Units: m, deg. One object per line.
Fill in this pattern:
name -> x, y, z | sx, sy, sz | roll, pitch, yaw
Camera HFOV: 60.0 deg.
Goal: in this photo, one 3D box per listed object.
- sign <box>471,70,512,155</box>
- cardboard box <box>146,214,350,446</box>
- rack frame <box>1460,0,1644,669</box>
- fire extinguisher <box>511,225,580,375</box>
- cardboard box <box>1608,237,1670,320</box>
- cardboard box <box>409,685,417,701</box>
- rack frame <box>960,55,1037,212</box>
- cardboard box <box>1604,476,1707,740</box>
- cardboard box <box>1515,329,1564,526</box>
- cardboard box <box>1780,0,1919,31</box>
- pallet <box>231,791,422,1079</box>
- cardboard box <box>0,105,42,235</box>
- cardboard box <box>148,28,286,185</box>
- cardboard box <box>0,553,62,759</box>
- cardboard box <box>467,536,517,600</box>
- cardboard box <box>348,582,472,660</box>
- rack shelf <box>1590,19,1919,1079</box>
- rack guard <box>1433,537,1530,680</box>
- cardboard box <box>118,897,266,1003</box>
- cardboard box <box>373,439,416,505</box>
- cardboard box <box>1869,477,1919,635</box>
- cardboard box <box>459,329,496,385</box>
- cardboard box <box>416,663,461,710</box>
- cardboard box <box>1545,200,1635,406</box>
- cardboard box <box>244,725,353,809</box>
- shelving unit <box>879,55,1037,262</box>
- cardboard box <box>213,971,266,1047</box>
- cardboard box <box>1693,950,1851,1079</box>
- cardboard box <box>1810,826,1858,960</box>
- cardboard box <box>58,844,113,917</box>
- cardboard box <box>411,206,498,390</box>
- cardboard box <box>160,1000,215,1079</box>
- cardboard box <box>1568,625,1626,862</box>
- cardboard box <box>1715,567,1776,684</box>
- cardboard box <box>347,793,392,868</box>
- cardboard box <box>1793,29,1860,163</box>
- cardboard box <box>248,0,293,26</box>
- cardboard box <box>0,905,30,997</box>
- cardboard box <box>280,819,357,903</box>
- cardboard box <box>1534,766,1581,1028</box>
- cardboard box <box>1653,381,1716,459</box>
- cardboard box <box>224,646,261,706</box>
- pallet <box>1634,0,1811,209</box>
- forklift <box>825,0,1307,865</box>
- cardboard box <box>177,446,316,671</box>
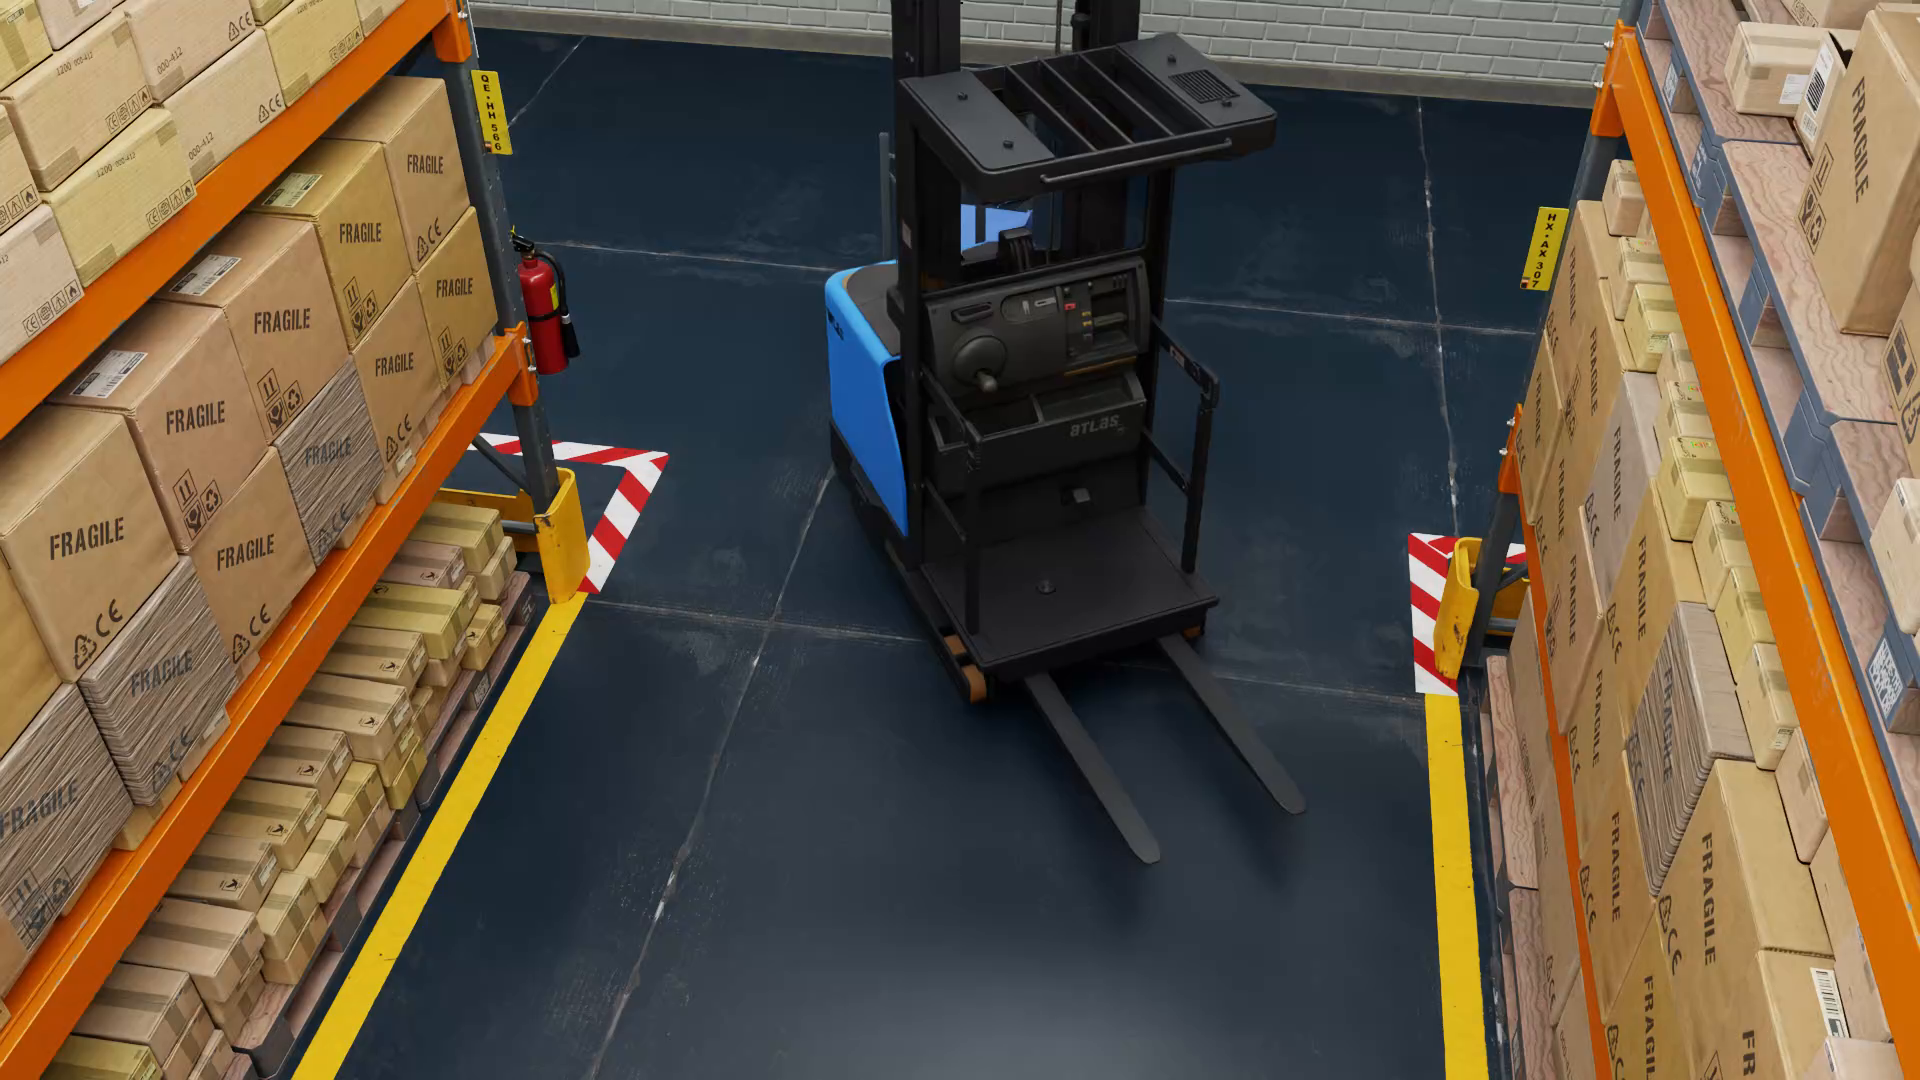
sign -> -1.731, -1.578, 6.148 | 0.100, 0.325, 0.005 | 6, 40, 8
cardboard box -> -2.277, -0.663, 5.101 | 0.500, 0.500, 0.500 | 8, 40, 10
rack frame -> 2.619, -0.602, 6.124 | 1.000, 3.000, 0.127 | 6, 40, 8
fire extinguisher -> -1.776, -1.018, 6.980 | 0.296, 0.674, 0.183 | 6, 40, 8
cardboard box -> 2.152, -0.761, 4.944 | 0.380, 0.149, 0.250 | 8, 40, 9
cardboard box -> -2.320, 0.584, 6.363 | 0.380, 0.149, 0.250 | 6, 40, 7
rack frame -> 0.141, -1.877, 8.843 | 0.500, 1.500, 0.032 | 10, 41, 12
cardboard box -> 2.006, 0.206, 4.283 | 0.500, 0.500, 0.500 | 7, 40, 8
cardboard box -> 2.253, -0.371, 5.766 | 0.500, 0.500, 0.500 | 6, 40, 7
cardboard box -> 2.630, -1.608, 4.696 | 0.500, 0.250, 0.500 | 3, 40, 4
pallet -> -2.676, 1.308, 6.003 | 1.003, 0.211, 1.213 | 6, 40, 8
cardboard box -> -2.455, -0.767, 3.695 | 0.500, 0.250, 0.500 | 7, 40, 8
cardboard box -> -2.272, -1.237, 4.656 | 0.500, 0.250, 0.500 | 8, 40, 10
cardboard box -> -2.573, 0.304, 3.931 | 0.500, 0.500, 0.500 | 5, 40, 6
cardboard box -> -2.084, 0.101, 6.948 | 0.380, 0.149, 0.250 | 5, 40, 6
cardboard box -> -2.135, 0.312, 6.460 | 0.380, 0.149, 0.250 | 6, 40, 7
rack shelf -> 2.273, -0.225, 3.879 | 1.077, 0.370, 4.000 | 6, 40, 8
rack guard -> 2.623, 0.347, 6.938 | 1.175, 0.500, 0.348 | 6, 40, 8
cardboard box -> -2.454, 1.293, 5.273 | 0.380, 0.149, 0.250 | 7, 40, 9
cardboard box -> -2.181, -0.278, 5.929 | 0.380, 0.149, 0.250 | 7, 40, 9
cardboard box -> 1.768, 0.047, 2.774 | 0.380, 0.149, 0.250 | 7, 40, 9
cardboard box -> -2.052, -0.752, 6.502 | 0.380, 0.149, 0.250 | 6, 40, 8
cardboard box -> -2.235, 0.535, 6.657 | 0.380, 0.149, 0.250 | 6, 40, 7
cardboard box -> 2.256, -0.756, 5.447 | 0.500, 0.500, 0.500 | 6, 40, 7
cardboard box -> -2.389, 0.795, 5.875 | 0.380, 0.149, 0.250 | 5, 40, 6
shelving unit -> 0.007, -1.565, 8.465 | 0.538, 1.500, 1.048 | 10, 41, 12
cardboard box -> -2.542, 1.504, 5.485 | 0.380, 0.149, 0.250 | 5, 40, 6
cardboard box -> 1.737, 1.158, 3.132 | 0.500, 0.500, 0.500 | 6, 40, 7
cardboard box -> 1.872, 0.697, 3.180 | 0.380, 0.149, 0.250 | 6, 40, 8
cardboard box -> -2.576, 0.868, 4.543 | 0.380, 0.149, 0.250 | 5, 40, 6
cardboard box -> -2.098, -0.927, 6.205 | 0.500, 0.500, 0.500 | 7, 40, 9
cardboard box -> -2.576, 1.562, 5.182 | 0.380, 0.149, 0.250 | 4, 40, 5
cardboard box -> 2.017, 0.583, 4.612 | 0.500, 0.500, 0.500 | 8, 40, 9
cardboard box -> 1.950, 0.211, 3.768 | 0.380, 0.149, 0.250 | 6, 40, 7
cardboard box -> -2.314, 1.028, 6.061 | 0.380, 0.149, 0.250 | 7, 40, 9
cardboard box -> 2.311, -0.990, 3.901 | 0.500, 0.311, 0.500 | 7, 40, 8
cardboard box -> -2.190, -1.737, 4.868 | 0.500, 0.250, 0.500 | 5, 40, 6
cardboard box -> -2.632, 0.990, 3.887 | 0.500, 0.500, 0.500 | 6, 40, 7
cardboard box -> -2.332, 1.088, 5.754 | 0.380, 0.149, 0.250 | 7, 40, 8
cardboard box -> 2.453, 1.224, 5.596 | 0.875, 0.438, 0.875 | 7, 40, 9
cardboard box -> 2.046, -0.271, 4.351 | 0.380, 0.149, 0.250 | 7, 40, 8
cardboard box -> -2.414, 0.376, 5.138 | 0.380, 0.149, 0.250 | 8, 40, 9
pallet -> 2.501, -1.257, 4.632 | 1.003, 0.211, 1.213 | 6, 40, 8
forklift -> 0.403, -0.761, 6.370 | 1.130, 2.935, 3.031 | -15, 42, -17
cardboard box -> -2.367, 0.027, 5.052 | 0.500, 0.500, 0.500 | 8, 40, 10
